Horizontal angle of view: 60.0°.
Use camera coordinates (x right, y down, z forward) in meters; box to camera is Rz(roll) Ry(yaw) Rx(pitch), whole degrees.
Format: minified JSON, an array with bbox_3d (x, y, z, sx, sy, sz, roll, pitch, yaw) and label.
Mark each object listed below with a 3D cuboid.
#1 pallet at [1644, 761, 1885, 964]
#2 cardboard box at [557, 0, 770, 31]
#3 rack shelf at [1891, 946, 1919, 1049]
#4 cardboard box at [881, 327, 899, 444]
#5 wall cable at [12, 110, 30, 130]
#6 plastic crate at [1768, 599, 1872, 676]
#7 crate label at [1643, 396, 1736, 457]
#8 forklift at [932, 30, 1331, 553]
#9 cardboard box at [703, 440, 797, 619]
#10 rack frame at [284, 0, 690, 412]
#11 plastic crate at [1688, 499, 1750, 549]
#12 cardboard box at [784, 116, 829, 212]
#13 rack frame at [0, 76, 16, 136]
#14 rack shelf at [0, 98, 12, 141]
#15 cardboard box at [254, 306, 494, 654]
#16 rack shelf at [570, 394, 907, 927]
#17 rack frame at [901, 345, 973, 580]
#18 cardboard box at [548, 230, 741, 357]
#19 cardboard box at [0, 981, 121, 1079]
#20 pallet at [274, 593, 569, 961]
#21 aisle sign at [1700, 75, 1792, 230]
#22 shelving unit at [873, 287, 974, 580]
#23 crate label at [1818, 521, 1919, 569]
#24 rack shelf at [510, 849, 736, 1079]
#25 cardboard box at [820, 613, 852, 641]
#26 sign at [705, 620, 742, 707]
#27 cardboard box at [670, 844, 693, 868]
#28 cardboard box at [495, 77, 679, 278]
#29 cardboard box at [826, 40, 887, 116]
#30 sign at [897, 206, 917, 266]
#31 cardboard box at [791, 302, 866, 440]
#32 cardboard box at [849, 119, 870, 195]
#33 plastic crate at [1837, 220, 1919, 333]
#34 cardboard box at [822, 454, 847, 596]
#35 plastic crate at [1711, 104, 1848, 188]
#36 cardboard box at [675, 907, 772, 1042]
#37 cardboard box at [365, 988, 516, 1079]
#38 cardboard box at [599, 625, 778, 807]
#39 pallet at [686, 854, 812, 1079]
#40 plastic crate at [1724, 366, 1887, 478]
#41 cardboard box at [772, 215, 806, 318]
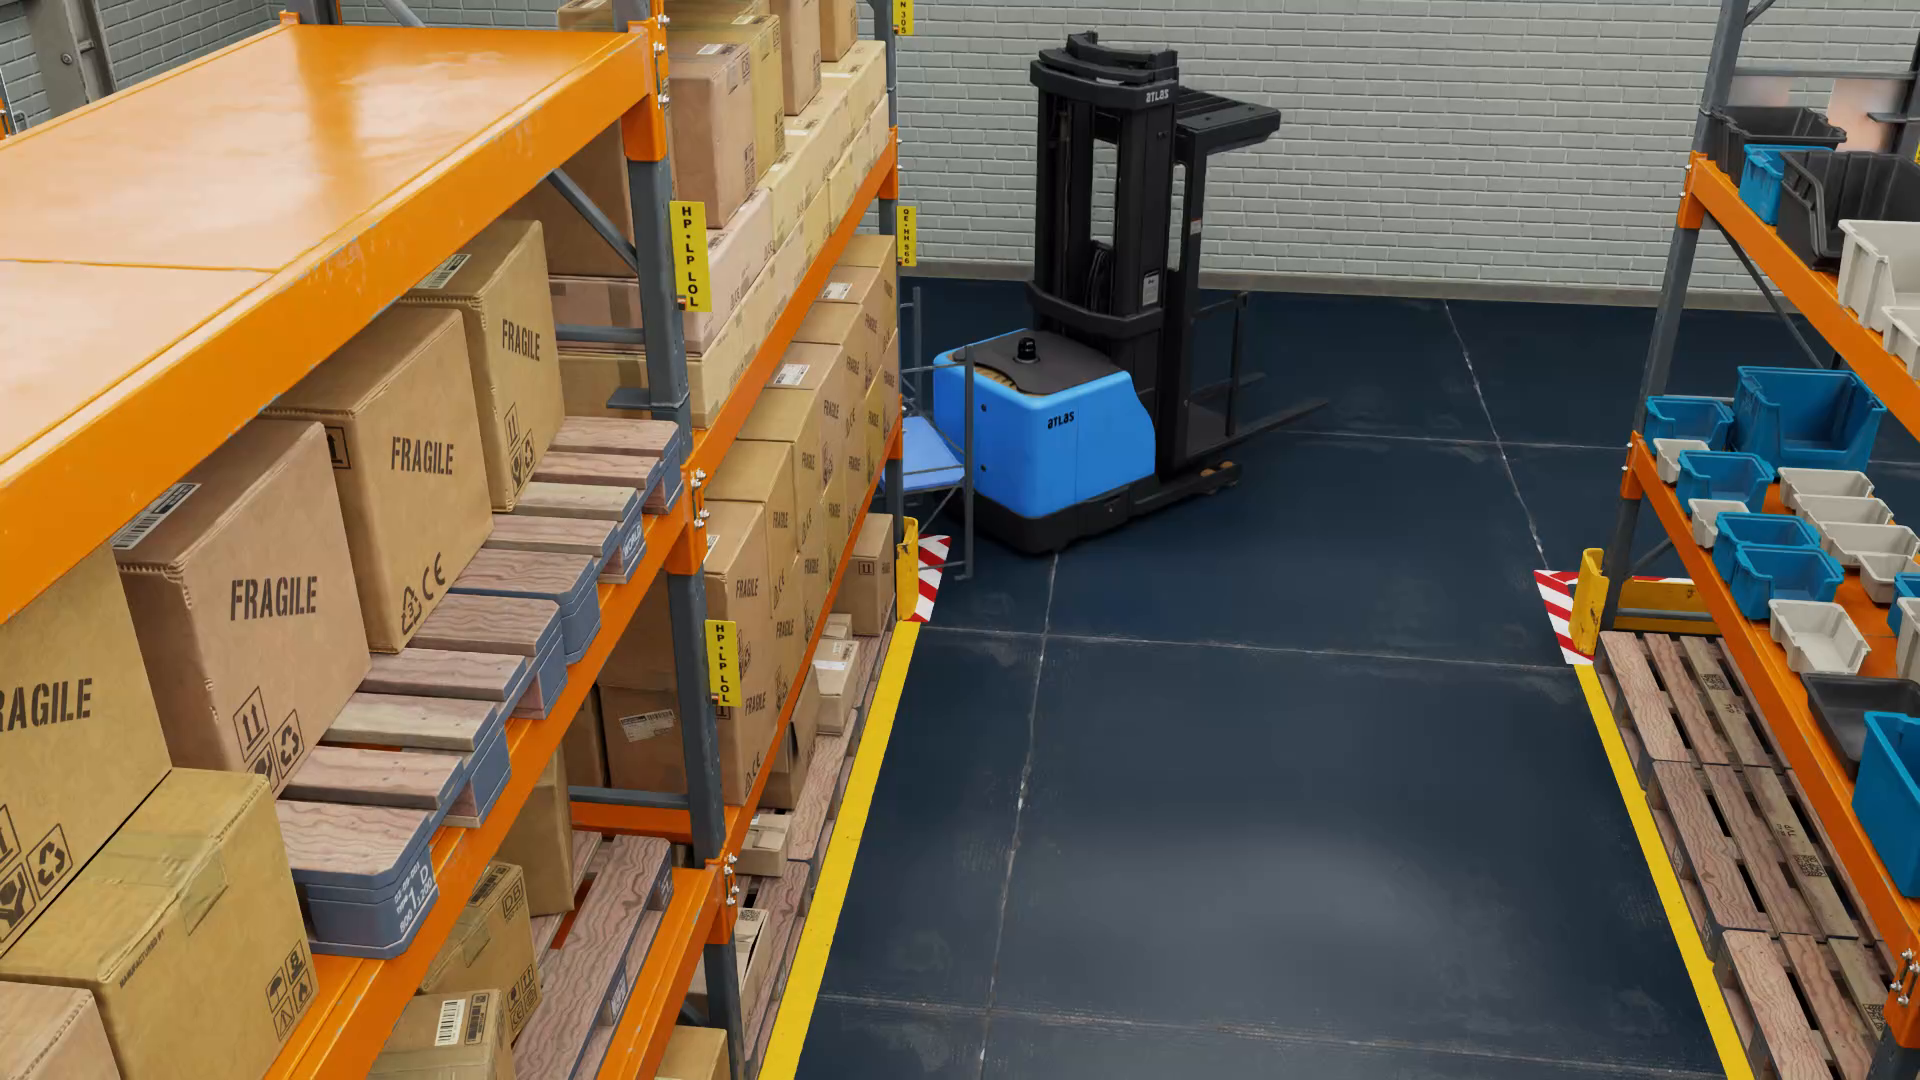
[{"bbox_3d":[3.794,1.475,7.581,1.003,0.211,1.213,3,28,6],"label":"pallet"},{"bbox_3d":[-1.131,-1.860,6.511,0.700,0.500,0.500,3,28,6],"label":"cardboard box"},{"bbox_3d":[3.350,2.430,3.627,1.077,0.370,4.000,3,28,6],"label":"rack shelf"},{"bbox_3d":[-0.615,-0.818,8.792,0.500,0.500,0.500,4,29,8],"label":"cardboard box"},{"bbox_3d":[-6.529,-2.392,10.747,0.084,1.984,1.851,3,28,6],"label":"wall cable"},{"bbox_3d":[3.510,0.425,6.806,0.293,0.136,0.466,3,28,6],"label":"plastic crate"},{"bbox_3d":[3.728,-0.566,8.544,0.416,0.233,0.303,3,28,6],"label":"crate label"},{"bbox_3d":[1.279,-1.770,10.737,3.031,2.935,1.130,-21,35,-34],"label":"forklift"},{"bbox_3d":[-0.921,-0.050,6.313,0.500,0.500,0.500,2,28,5],"label":"cardboard box"},{"bbox_3d":[-1.321,-1.759,4.319,1.000,3.000,0.127,3,28,6],"label":"rack frame"},{"bbox_3d":[3.523,-0.059,7.703,0.250,0.136,0.298,3,28,6],"label":"plastic crate"},{"bbox_3d":[-0.821,-1.512,6.655,0.500,0.250,0.500,3,28,6],"label":"cardboard box"},{"bbox_3d":[-5.747,-1.287,9.768,1.000,3.000,0.127,3,28,6],"label":"rack frame"},{"bbox_3d":[-5.992,-1.349,7.479,1.077,0.370,4.000,3,28,6],"label":"rack shelf"},{"bbox_3d":[-1.515,-0.162,3.864,0.600,0.600,0.600,3,28,6],"label":"cardboard box"},{"bbox_3d":[-1.076,0.258,7.660,1.077,0.370,4.000,3,28,6],"label":"rack shelf"},{"bbox_3d":[-0.165,-0.405,9.713,0.500,1.500,0.032,-9,30,-16],"label":"rack frame"},{"bbox_3d":[-1.014,-0.807,5.345,0.500,0.250,0.500,3,28,6],"label":"cardboard box"},{"bbox_3d":[-1.728,0.953,2.342,0.910,0.500,0.500,3,28,6],"label":"cardboard box"},{"bbox_3d":[-1.594,0.436,3.606,1.213,0.211,1.003,3,28,6],"label":"pallet"},{"bbox_3d":[3.799,-1.906,8.177,0.394,0.787,0.004,3,28,6],"label":"aisle sign"},{"bbox_3d":[-0.326,-0.634,10.138,0.538,1.500,1.048,-9,30,-16],"label":"shelving unit"},{"bbox_3d":[4.105,0.041,7.517,0.396,0.136,0.243,3,28,6],"label":"crate label"},{"bbox_3d":[-1.566,2.141,4.165,1.077,0.370,4.000,3,28,6],"label":"rack shelf"},{"bbox_3d":[-0.792,0.509,8.958,0.380,0.166,0.250,3,28,6],"label":"cardboard box"},{"bbox_3d":[-0.769,0.403,5.410,0.100,0.325,0.005,3,28,6],"label":"sign"},{"bbox_3d":[-1.440,1.235,7.459,0.500,0.311,0.500,3,28,6],"label":"cardboard box"},{"bbox_3d":[-1.299,-1.153,5.198,0.700,0.500,0.500,3,28,6],"label":"cardboard box"},{"bbox_3d":[-0.640,-2.218,7.966,0.500,0.250,0.500,3,28,6],"label":"cardboard box"},{"bbox_3d":[-0.282,-1.608,8.810,0.100,0.325,0.005,3,28,6],"label":"sign"},{"bbox_3d":[-0.732,-0.777,7.662,0.500,0.500,0.500,4,29,8],"label":"cardboard box"},{"bbox_3d":[-0.704,-1.763,7.648,0.500,0.250,0.500,3,28,6],"label":"cardboard box"},{"bbox_3d":[3.507,-0.954,6.112,0.437,0.282,0.530,3,28,6],"label":"plastic crate"},{"bbox_3d":[-0.804,-0.102,7.463,0.500,0.500,0.500,3,28,5],"label":"cardboard box"},{"bbox_3d":[3.761,-1.809,7.712,0.497,0.269,0.590,3,28,6],"label":"plastic crate"},{"bbox_3d":[-1.055,1.687,6.618,0.500,0.311,0.500,3,28,6],"label":"cardboard box"},{"bbox_3d":[-1.476,1.489,4.068,0.700,0.500,0.500,-4,29,-7],"label":"cardboard box"},{"bbox_3d":[-0.988,0.614,6.134,0.500,0.500,0.500,4,29,8],"label":"cardboard box"},{"bbox_3d":[-1.236,1.787,7.003,1.003,0.211,1.213,3,28,6],"label":"pallet"},{"bbox_3d":[4.229,-0.584,8.364,0.616,0.435,0.499,3,28,6],"label":"plastic crate"},{"bbox_3d":[-0.888,-1.057,6.337,0.500,0.250,0.500,3,28,6],"label":"cardboard box"}]
